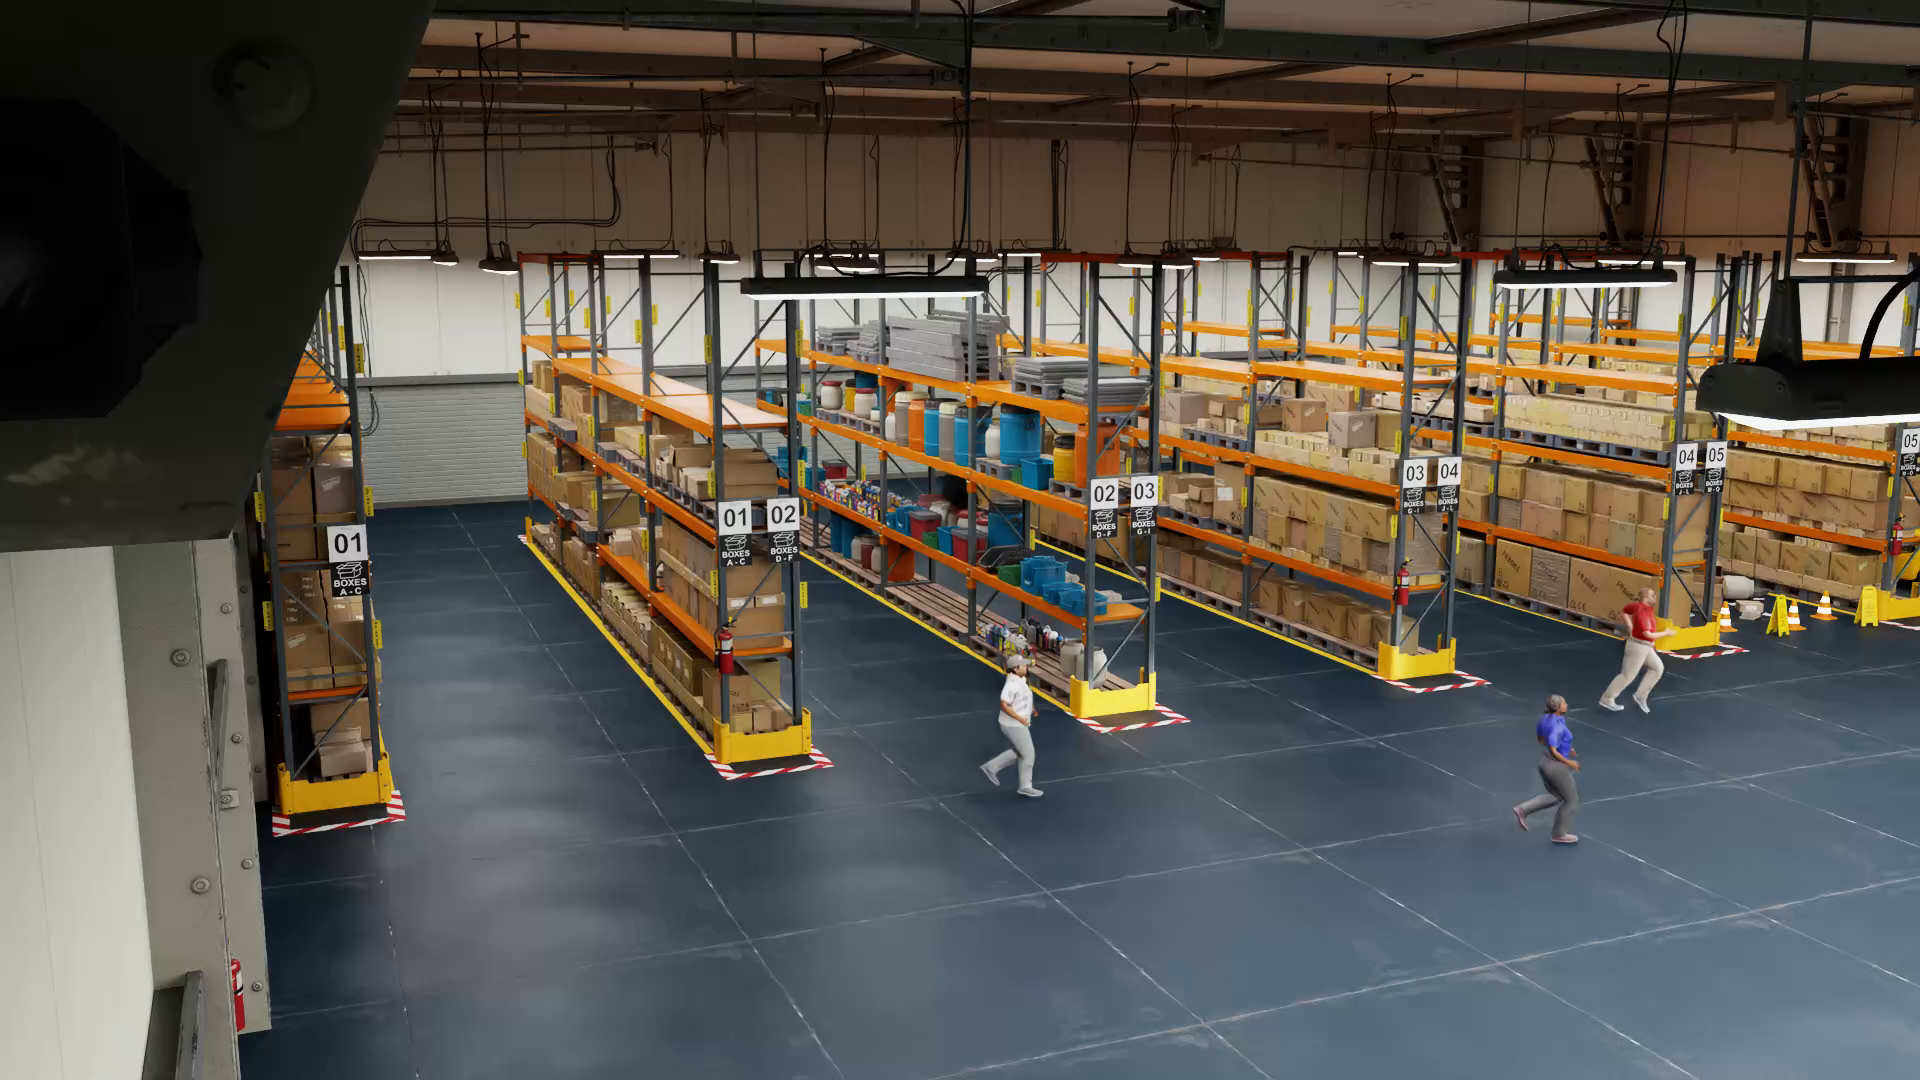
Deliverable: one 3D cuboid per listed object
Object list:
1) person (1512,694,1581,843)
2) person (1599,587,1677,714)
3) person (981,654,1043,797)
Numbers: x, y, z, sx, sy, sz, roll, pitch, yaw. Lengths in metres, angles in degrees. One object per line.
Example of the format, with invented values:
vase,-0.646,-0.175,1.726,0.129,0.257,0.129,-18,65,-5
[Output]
person,6.213,2.399,17.458,0.658,1.607,0.579,0,10,0
person,9.062,1.481,22.209,0.896,1.752,0.673,4,11,21
person,0.595,2.112,18.973,0.726,1.653,0.614,1,10,3
